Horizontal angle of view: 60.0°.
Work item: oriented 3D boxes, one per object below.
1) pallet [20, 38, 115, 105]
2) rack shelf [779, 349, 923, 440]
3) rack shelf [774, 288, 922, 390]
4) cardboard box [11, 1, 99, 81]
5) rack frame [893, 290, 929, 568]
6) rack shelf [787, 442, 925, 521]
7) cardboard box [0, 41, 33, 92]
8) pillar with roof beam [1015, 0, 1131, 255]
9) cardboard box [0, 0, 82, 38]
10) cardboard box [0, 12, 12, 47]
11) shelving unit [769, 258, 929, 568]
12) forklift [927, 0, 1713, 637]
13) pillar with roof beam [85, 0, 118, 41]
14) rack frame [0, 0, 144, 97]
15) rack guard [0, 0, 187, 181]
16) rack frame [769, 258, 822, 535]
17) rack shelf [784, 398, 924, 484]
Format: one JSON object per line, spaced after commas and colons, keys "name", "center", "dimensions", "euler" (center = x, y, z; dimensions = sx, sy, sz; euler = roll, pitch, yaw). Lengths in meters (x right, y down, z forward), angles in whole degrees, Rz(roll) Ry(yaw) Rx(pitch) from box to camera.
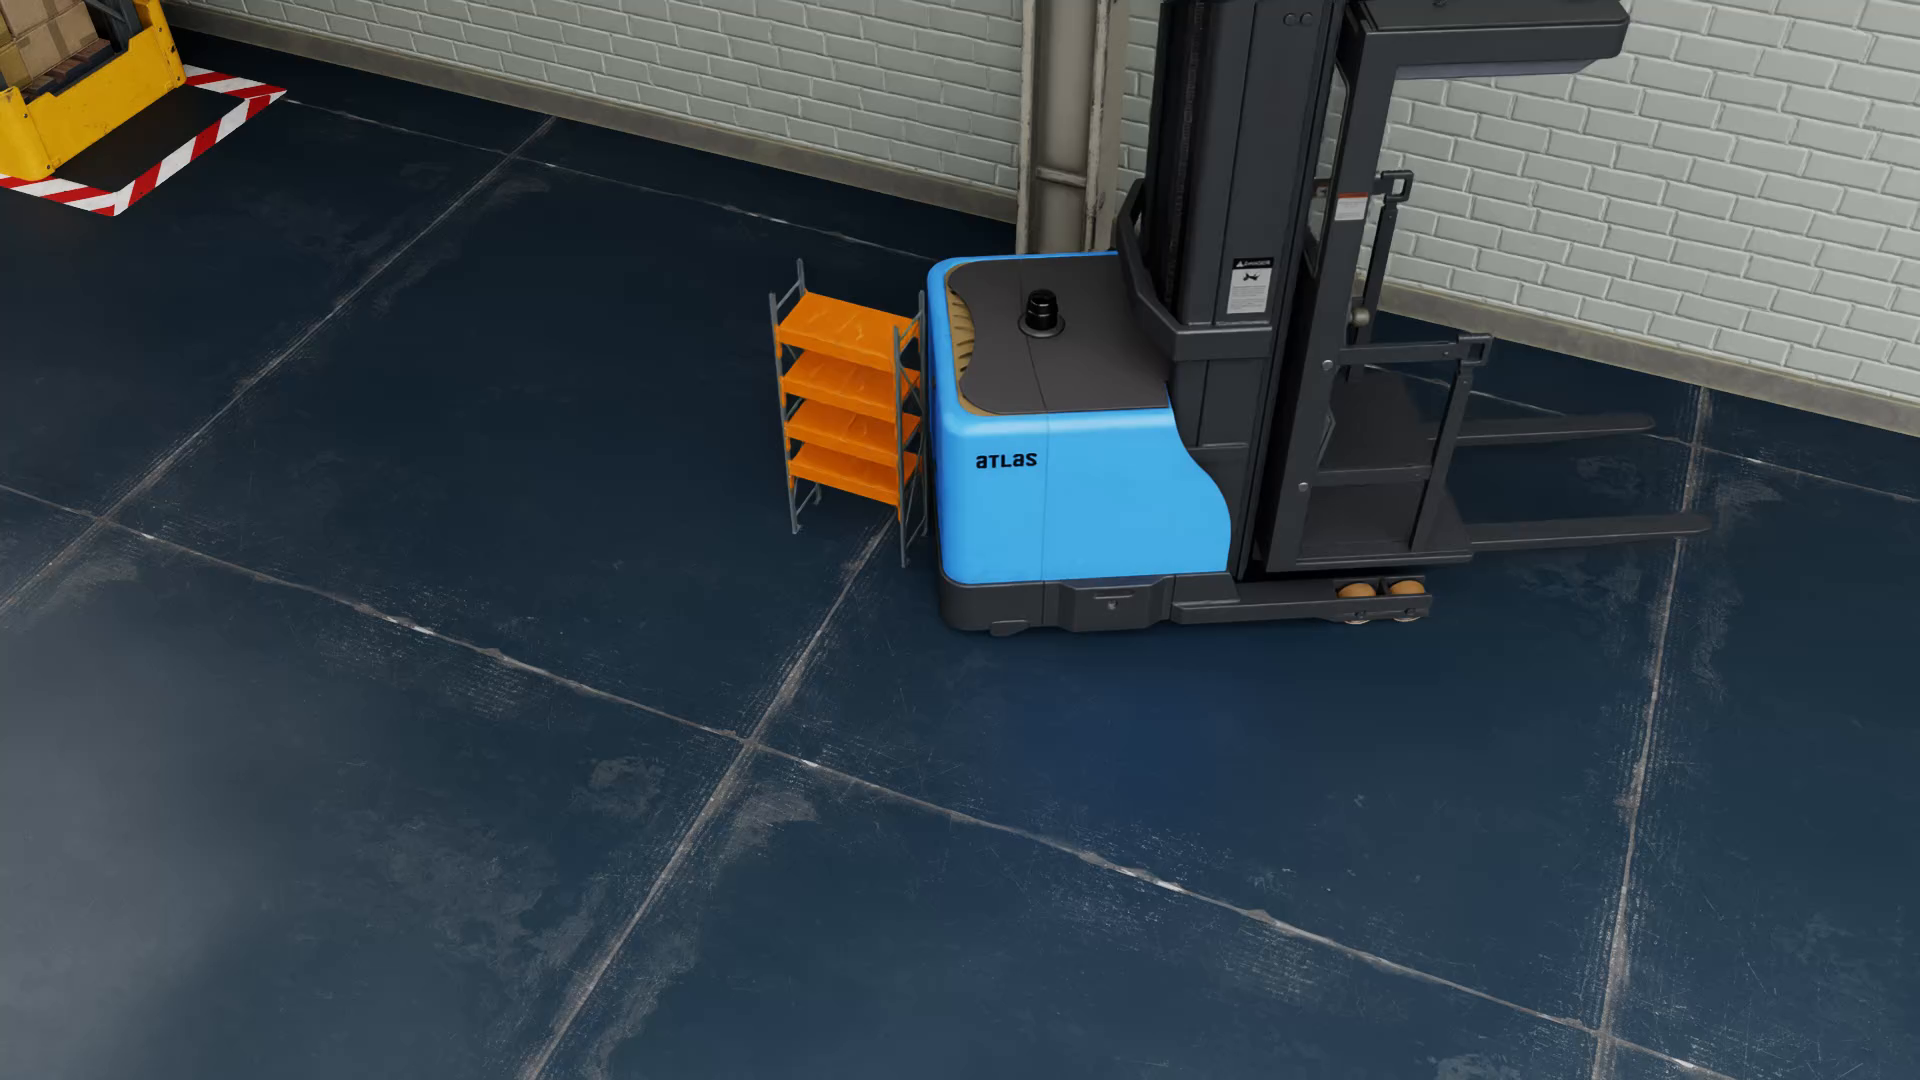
{"name": "pallet", "center": [-5.453, -2.534, 9.147], "dimensions": [1.213, 0.211, 1.003], "euler": [16, 47, 16]}
{"name": "rack shelf", "center": [-0.404, -0.570, 6.250], "dimensions": [0.480, 0.148, 0.258], "euler": [17, 47, 16]}
{"name": "rack shelf", "center": [-0.404, -0.737, 6.083], "dimensions": [0.480, 0.148, 0.258], "euler": [17, 47, 16]}
{"name": "cardboard box", "center": [-5.110, -2.777, 9.066], "dimensions": [0.500, 0.250, 0.500], "euler": [17, 47, 16]}
{"name": "rack frame", "center": [-0.180, -0.391, 6.293], "dimensions": [0.015, 1.200, 0.240], "euler": [17, 47, 16]}
{"name": "rack shelf", "center": [-0.404, -0.270, 6.548], "dimensions": [0.480, 0.148, 0.258], "euler": [17, 47, 16]}
{"name": "cardboard box", "center": [-5.287, -2.438, 8.726], "dimensions": [0.500, 0.250, 0.500], "euler": [17, 47, 16]}
{"name": "pillar with roof beam", "center": [-1.147, -1.813, 2.192], "dimensions": [0.400, 9.000, 9.100], "euler": [16, 47, 16]}
{"name": "cardboard box", "center": [-5.086, -2.957, 8.892], "dimensions": [0.500, 0.250, 0.500], "euler": [17, 47, 17]}
{"name": "cardboard box", "center": [-5.301, -2.622, 8.556], "dimensions": [0.500, 0.250, 0.500], "euler": [16, 47, 15]}
{"name": "shelving unit", "center": [-0.404, -0.459, 6.360], "dimensions": [0.503, 1.200, 0.258], "euler": [17, 47, 16]}
{"name": "forklift", "center": [1.404, -1.085, 5.763], "dimensions": [3.031, 2.935, 1.130], "euler": [-3, 45, -3]}
{"name": "pillar with roof beam", "center": [-6.685, -3.442, 3.830], "dimensions": [0.400, 9.000, 9.100], "euler": [16, 47, 16]}
{"name": "rack frame", "center": [-4.732, -3.342, 7.983], "dimensions": [0.127, 3.000, 1.000], "euler": [16, 47, 16]}
{"name": "rack guard", "center": [-4.709, -2.450, 8.858], "dimensions": [0.348, 0.500, 1.175], "euler": [16, 47, 16]}
{"name": "rack frame", "center": [-0.629, -0.526, 6.428], "dimensions": [0.015, 1.200, 0.240], "euler": [17, 47, 16]}
{"name": "rack shelf", "center": [-0.404, -0.411, 6.408], "dimensions": [0.480, 0.148, 0.258], "euler": [17, 47, 16]}
